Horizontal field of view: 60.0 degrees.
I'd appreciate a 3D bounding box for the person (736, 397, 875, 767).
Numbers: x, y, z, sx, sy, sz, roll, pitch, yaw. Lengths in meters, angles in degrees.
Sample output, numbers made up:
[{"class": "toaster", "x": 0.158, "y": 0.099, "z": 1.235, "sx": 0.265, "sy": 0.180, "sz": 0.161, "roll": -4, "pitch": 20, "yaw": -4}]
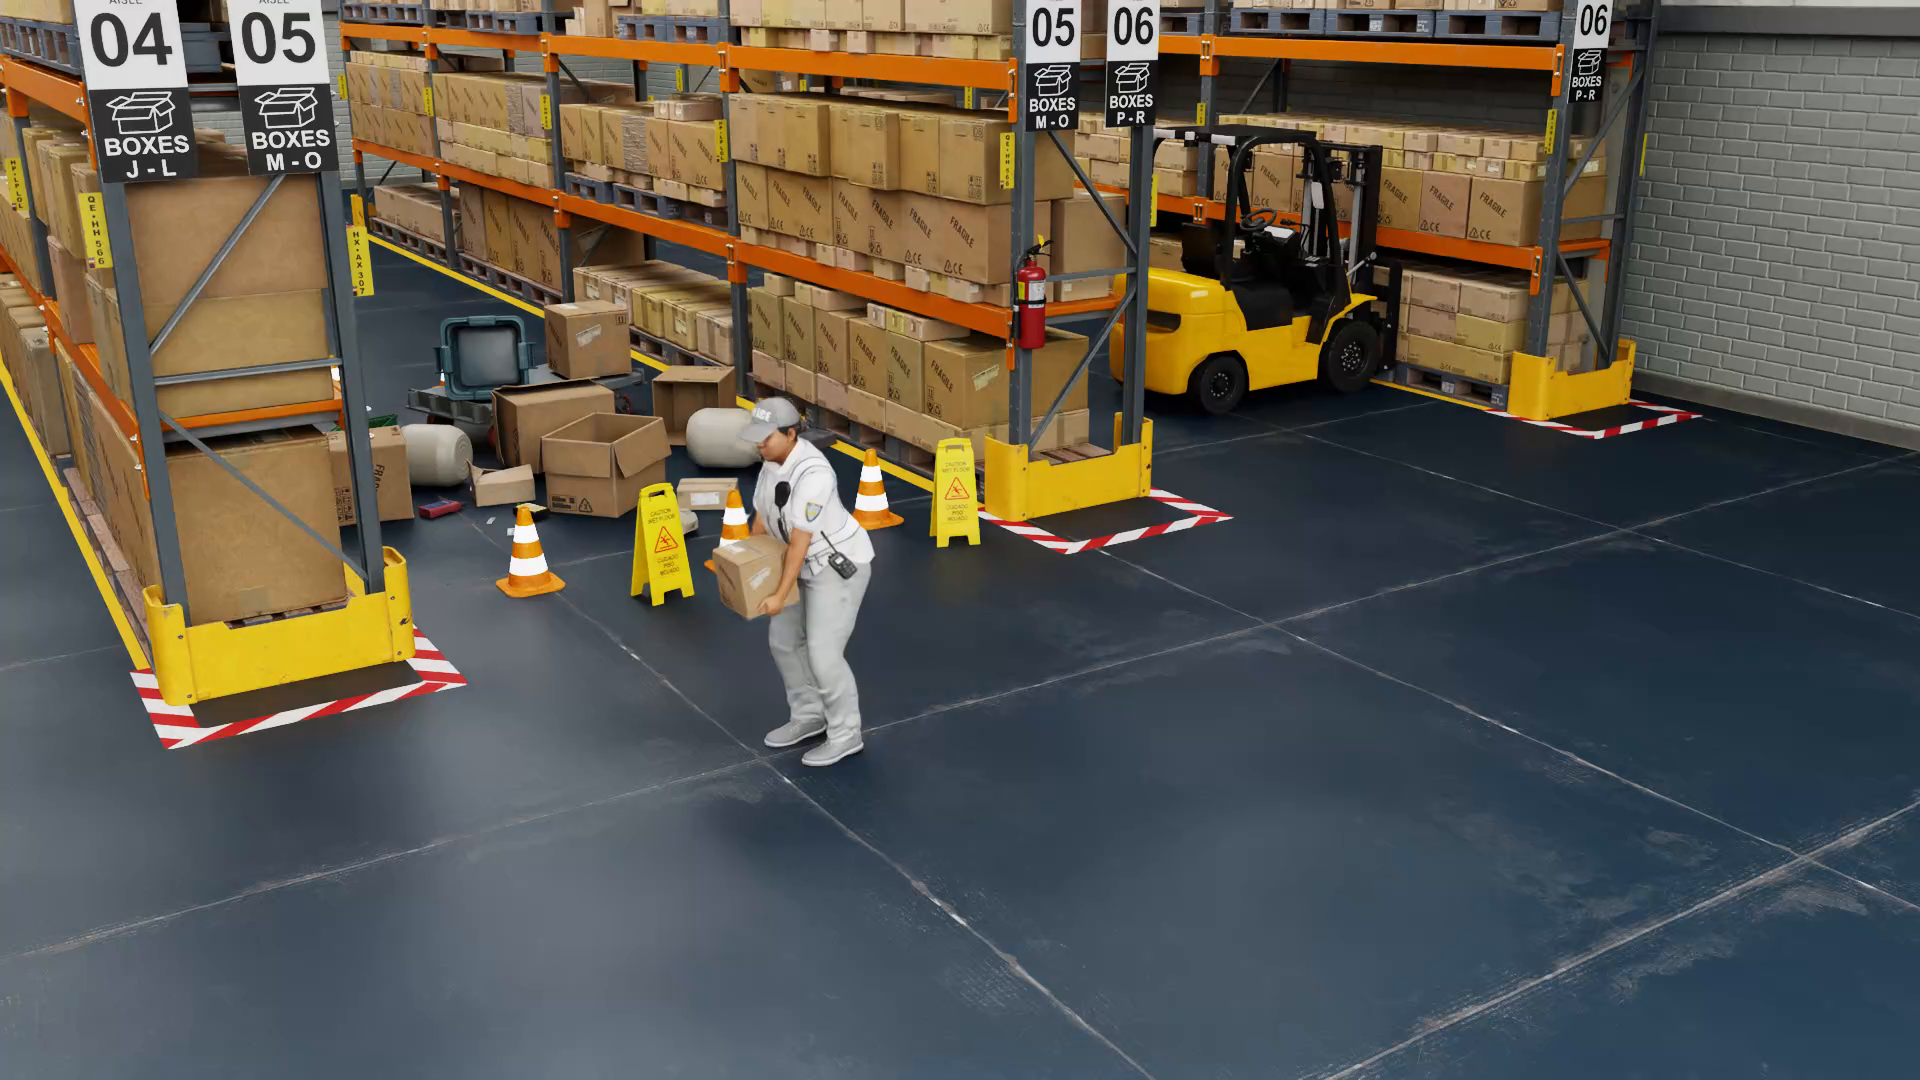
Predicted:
[{"class": "person", "x": -0.671, "y": 0.162, "z": 7.142, "sx": 0.593, "sy": 1.623, "sz": 0.452, "roll": -12, "pitch": 22, "yaw": -32}]
